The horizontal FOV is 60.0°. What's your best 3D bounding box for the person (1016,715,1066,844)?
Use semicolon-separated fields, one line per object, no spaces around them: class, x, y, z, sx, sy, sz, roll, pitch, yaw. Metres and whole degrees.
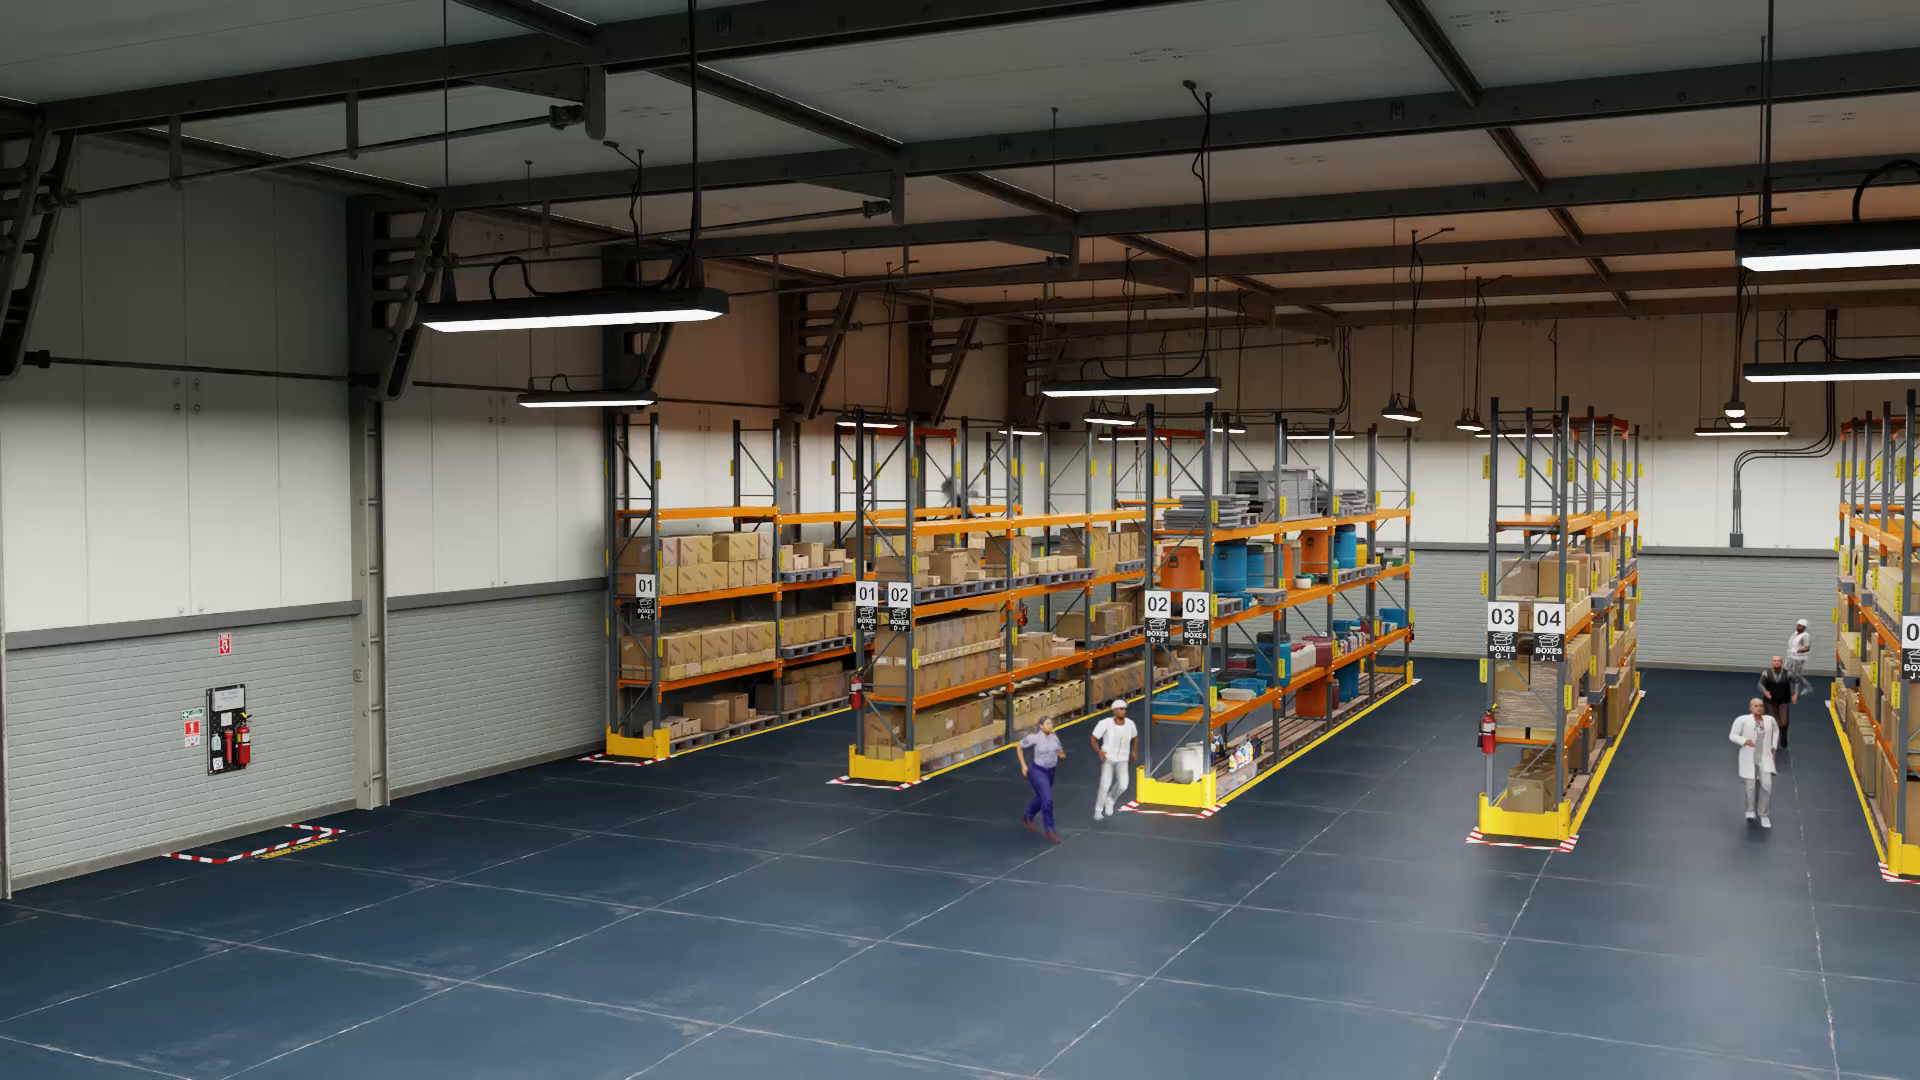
person;1.115;3.218;22.589;0.580;1.693;0.838;-2;3;-44

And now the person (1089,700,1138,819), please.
person;2.245;3.144;23.825;0.766;1.709;0.544;-1;2;-12

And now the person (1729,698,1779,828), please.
person;11.219;3.142;23.466;0.687;1.831;0.822;1;2;16

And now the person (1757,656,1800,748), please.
person;14.557;2.905;29.589;0.699;1.678;0.584;1;3;26

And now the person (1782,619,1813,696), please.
person;18.168;2.591;36.117;0.911;1.766;0.725;0;2;-6
